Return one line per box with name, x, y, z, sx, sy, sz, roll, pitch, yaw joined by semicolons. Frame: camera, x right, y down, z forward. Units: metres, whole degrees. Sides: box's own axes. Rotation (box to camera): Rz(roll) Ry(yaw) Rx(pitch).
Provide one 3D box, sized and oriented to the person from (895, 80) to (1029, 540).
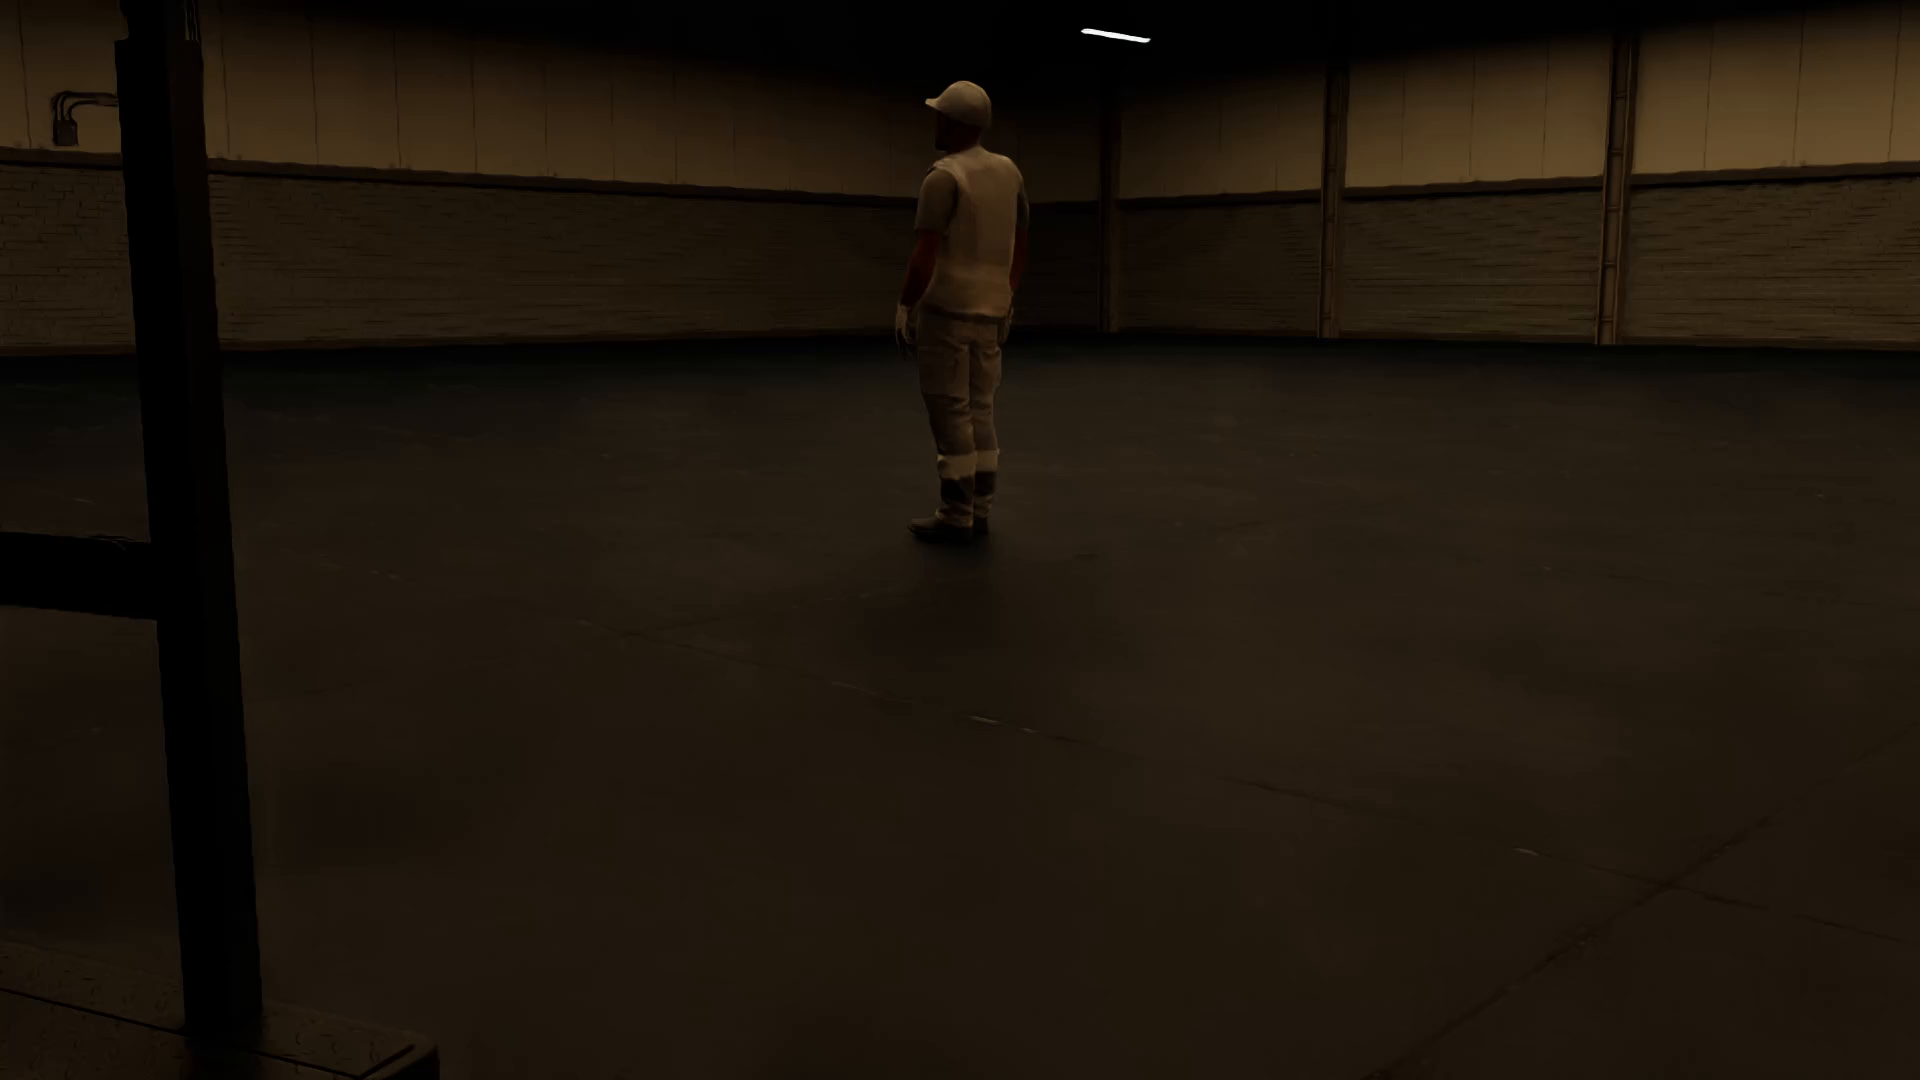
person;-0.050;-0.901;6.646;0.563;1.787;0.637;8;12;43
